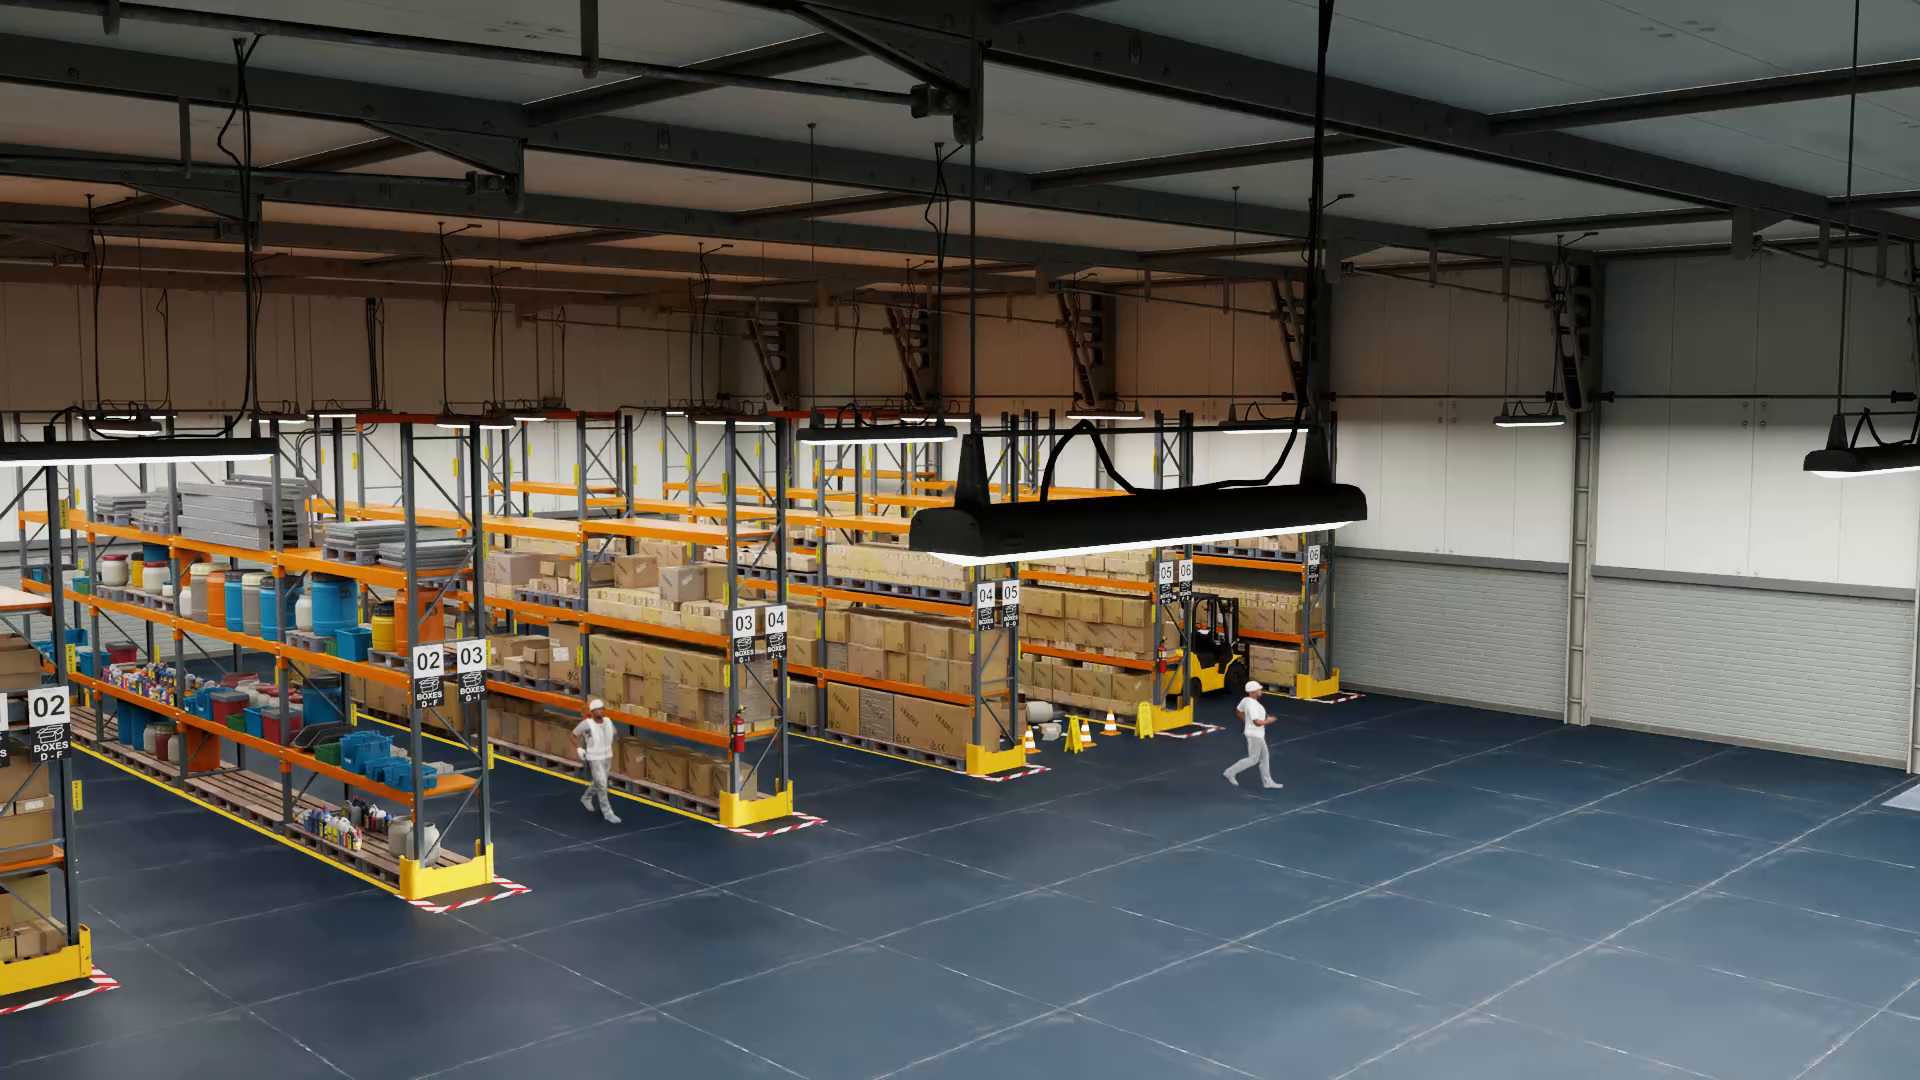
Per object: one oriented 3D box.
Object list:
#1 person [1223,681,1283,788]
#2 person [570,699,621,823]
[{"bbox_3d":[4.708,3.126,26.643,0.968,1.747,0.708,0,5,3],"label":"person"},{"bbox_3d":[-5.377,3.259,24.779,0.992,1.777,0.683,3,6,35],"label":"person"}]
